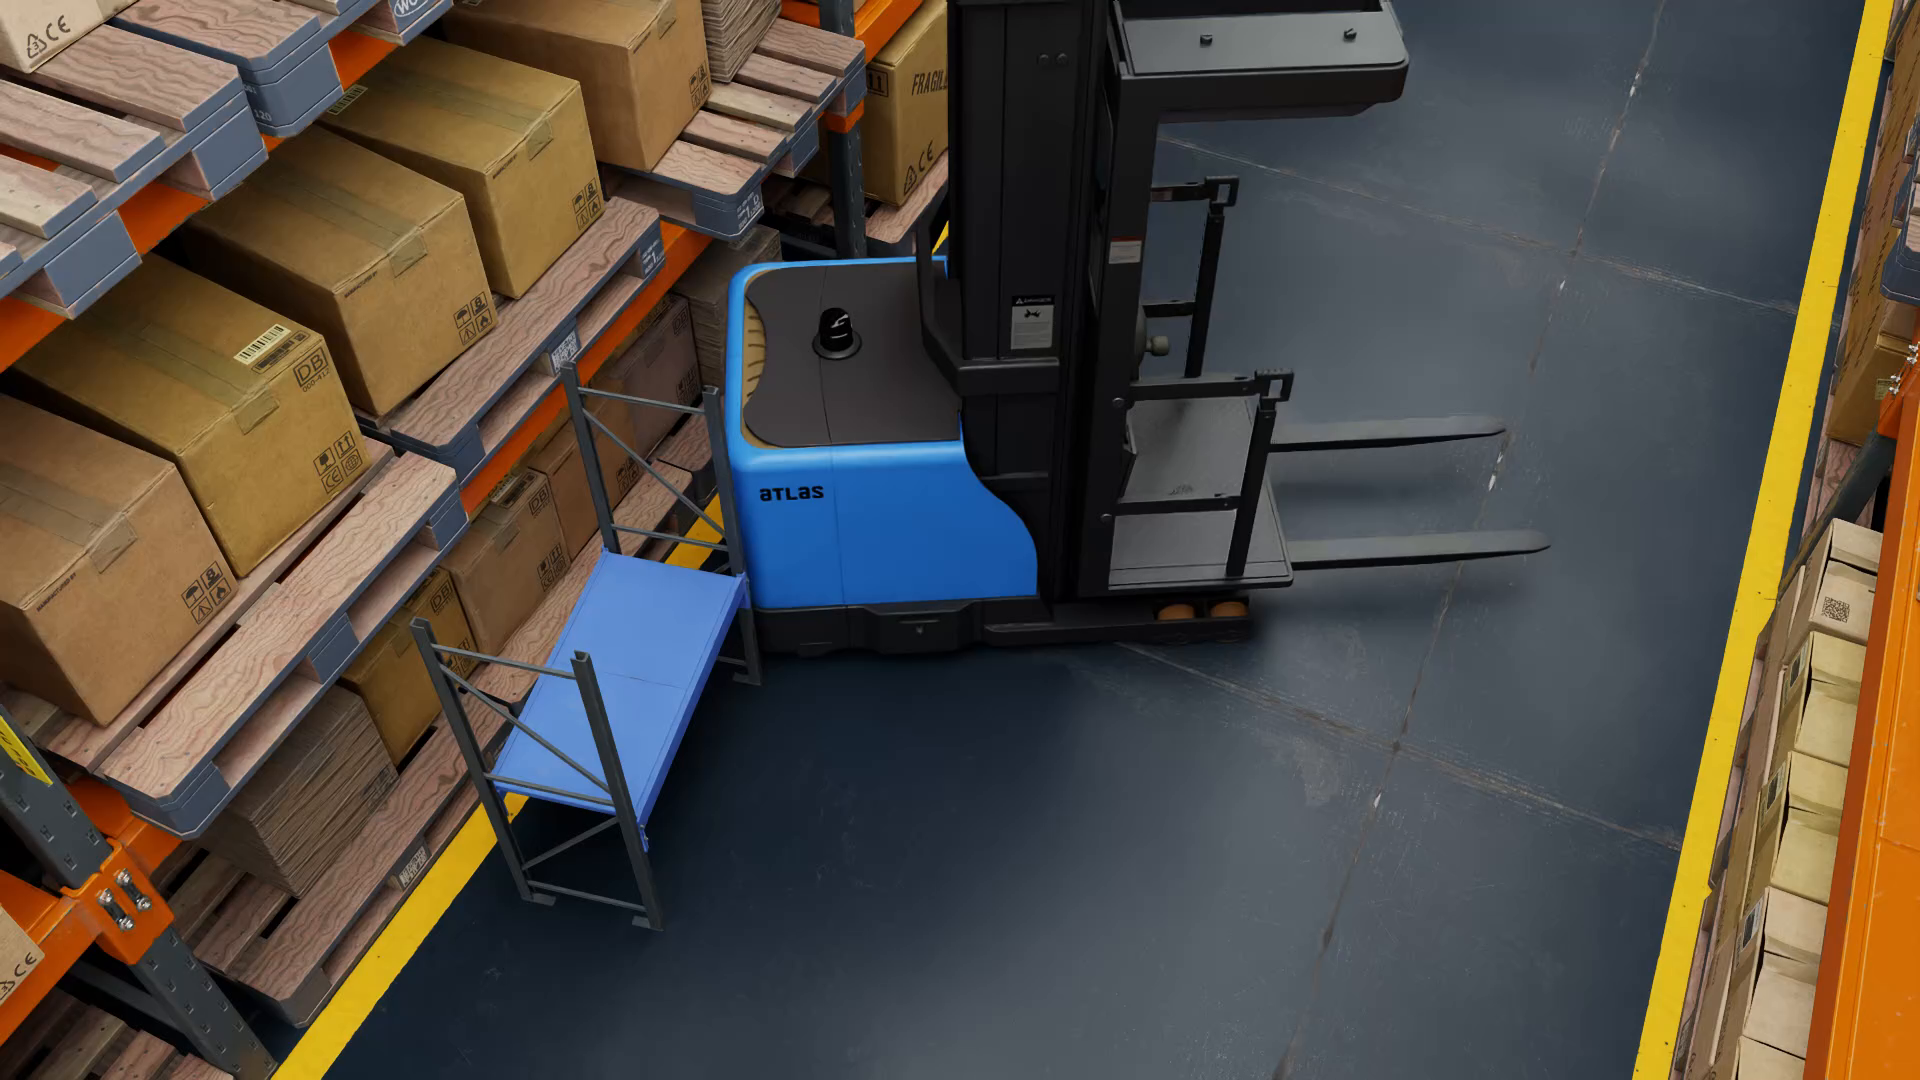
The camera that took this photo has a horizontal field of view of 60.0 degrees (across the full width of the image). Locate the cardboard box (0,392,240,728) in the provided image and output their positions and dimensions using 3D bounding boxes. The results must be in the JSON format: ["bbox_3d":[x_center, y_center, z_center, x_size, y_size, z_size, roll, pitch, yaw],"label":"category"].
[{"bbox_3d":[-2.347,0.028,4.217,0.700,0.500,0.500,20,52,16],"label":"cardboard box"}]

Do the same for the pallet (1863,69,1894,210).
[{"bbox_3d":[4.990,-1.881,8.027,1.003,0.211,1.213,20,52,16],"label":"pallet"}]

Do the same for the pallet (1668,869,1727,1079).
[{"bbox_3d":[2.685,1.692,4.987,1.003,0.211,1.213,20,52,16],"label":"pallet"}]

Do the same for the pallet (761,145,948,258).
[{"bbox_3d":[-0.482,-1.827,7.981,1.003,0.211,1.213,20,52,16],"label":"pallet"}]

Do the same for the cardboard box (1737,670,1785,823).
[{"bbox_3d":[2.891,0.764,5.475,0.500,0.250,0.500,18,52,15],"label":"cardboard box"}]

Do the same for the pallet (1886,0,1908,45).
[{"bbox_3d":[5.597,-2.926,8.917,1.003,0.211,1.213,20,52,16],"label":"pallet"}]

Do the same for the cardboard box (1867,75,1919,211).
[{"bbox_3d":[4.438,-1.723,7.414,0.500,0.500,0.500,20,53,17],"label":"cardboard box"}]

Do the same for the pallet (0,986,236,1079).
[{"bbox_3d":[-2.850,1.920,4.793,1.003,0.211,1.213,20,52,16],"label":"pallet"}]

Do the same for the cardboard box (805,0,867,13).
[{"bbox_3d":[-0.536,-2.288,6.695,0.380,0.149,0.250,19,52,16],"label":"cardboard box"}]

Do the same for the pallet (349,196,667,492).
[{"bbox_3d":[-1.695,-0.773,5.380,1.003,0.211,1.213,20,52,16],"label":"pallet"}]

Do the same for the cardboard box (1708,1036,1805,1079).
[{"bbox_3d":[2.231,1.649,4.354,0.500,0.311,0.500,20,52,16],"label":"cardboard box"}]

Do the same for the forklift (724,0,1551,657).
[{"bbox_3d":[0.693,-0.961,5.458,3.031,2.935,1.130,-3,50,-2],"label":"forklift"}]

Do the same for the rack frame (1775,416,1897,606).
[{"bbox_3d":[3.594,-0.603,5.109,1.000,3.000,0.127,20,52,16],"label":"rack frame"}]

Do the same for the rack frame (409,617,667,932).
[{"bbox_3d":[-1.214,0.746,4.945,0.500,1.500,0.032,11,50,9],"label":"rack frame"}]

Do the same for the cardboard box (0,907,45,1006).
[{"bbox_3d":[-2.524,1.009,3.822,0.500,0.250,0.500,20,52,16],"label":"cardboard box"}]

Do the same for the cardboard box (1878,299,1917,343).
[{"bbox_3d":[3.802,-0.939,6.255,0.500,0.250,0.500,22,53,17],"label":"cardboard box"}]

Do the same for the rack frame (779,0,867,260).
[{"bbox_3d":[-0.886,-2.212,6.478,1.000,3.000,0.127,20,52,16],"label":"rack frame"}]

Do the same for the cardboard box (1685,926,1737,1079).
[{"bbox_3d":[2.455,1.477,4.869,0.500,0.250,0.500,21,53,17],"label":"cardboard box"}]

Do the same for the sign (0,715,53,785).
[{"bbox_3d":[-2.101,0.433,3.659,0.100,0.325,0.005,20,52,16],"label":"sign"}]

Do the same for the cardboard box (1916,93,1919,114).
[{"bbox_3d":[4.449,-1.990,7.149,0.500,0.250,0.500,20,52,16],"label":"cardboard box"}]

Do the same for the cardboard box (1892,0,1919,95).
[{"bbox_3d":[4.876,-2.436,8.021,0.500,0.500,0.500,18,52,14],"label":"cardboard box"}]

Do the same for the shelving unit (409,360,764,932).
[{"bbox_3d":[-1.092,0.371,5.265,0.538,1.500,1.048,11,50,9],"label":"shelving unit"}]

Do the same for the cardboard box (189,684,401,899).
[{"bbox_3d":[-2.296,0.698,5.354,0.700,0.500,0.500,21,53,17],"label":"cardboard box"}]

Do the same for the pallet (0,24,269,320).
[{"bbox_3d":[-2.235,-0.759,3.395,1.213,0.211,1.003,20,52,16],"label":"pallet"}]

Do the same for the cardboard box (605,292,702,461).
[{"bbox_3d":[-1.472,-0.715,6.556,0.700,0.500,0.500,20,52,16],"label":"cardboard box"}]

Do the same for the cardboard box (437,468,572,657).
[{"bbox_3d":[-1.866,-0.013,5.959,0.700,0.500,0.500,20,53,16],"label":"cardboard box"}]

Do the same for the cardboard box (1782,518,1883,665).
[{"bbox_3d":[3.105,0.235,5.557,0.500,0.311,0.500,21,53,17],"label":"cardboard box"}]

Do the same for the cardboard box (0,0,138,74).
[{"bbox_3d":[-2.026,-1.311,3.525,0.500,0.311,0.500,21,53,17],"label":"cardboard box"}]

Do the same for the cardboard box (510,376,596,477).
[{"bbox_3d":[-1.662,-0.547,5.921,0.500,0.250,0.500,20,52,16],"label":"cardboard box"}]

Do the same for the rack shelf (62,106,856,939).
[{"bbox_3d":[-1.741,-0.602,5.580,1.077,0.370,4.000,20,52,16],"label":"rack shelf"}]

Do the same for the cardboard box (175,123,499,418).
[{"bbox_3d":[-1.849,-0.818,4.937,0.700,0.500,0.500,27,55,21],"label":"cardboard box"}]

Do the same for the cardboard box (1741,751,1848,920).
[{"bbox_3d":[2.668,0.950,4.948,0.500,0.311,0.500,19,52,15],"label":"cardboard box"}]

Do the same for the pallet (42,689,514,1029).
[{"bbox_3d":[-2.264,0.909,5.653,1.003,0.211,1.213,20,52,16],"label":"pallet"}]

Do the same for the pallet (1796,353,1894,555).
[{"bbox_3d":[3.947,-0.201,6.598,1.003,0.211,1.213,20,52,16],"label":"pallet"}]

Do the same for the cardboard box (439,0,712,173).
[{"bbox_3d":[-1.292,-1.666,5.659,0.700,0.500,0.500,15,51,13],"label":"cardboard box"}]

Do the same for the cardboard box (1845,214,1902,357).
[{"bbox_3d":[4.003,-1.012,6.809,0.500,0.500,0.500,18,52,15],"label":"cardboard box"}]

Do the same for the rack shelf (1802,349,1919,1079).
[{"bbox_3d":[2.740,1.007,4.211,1.077,0.370,4.000,20,52,16],"label":"rack shelf"}]
